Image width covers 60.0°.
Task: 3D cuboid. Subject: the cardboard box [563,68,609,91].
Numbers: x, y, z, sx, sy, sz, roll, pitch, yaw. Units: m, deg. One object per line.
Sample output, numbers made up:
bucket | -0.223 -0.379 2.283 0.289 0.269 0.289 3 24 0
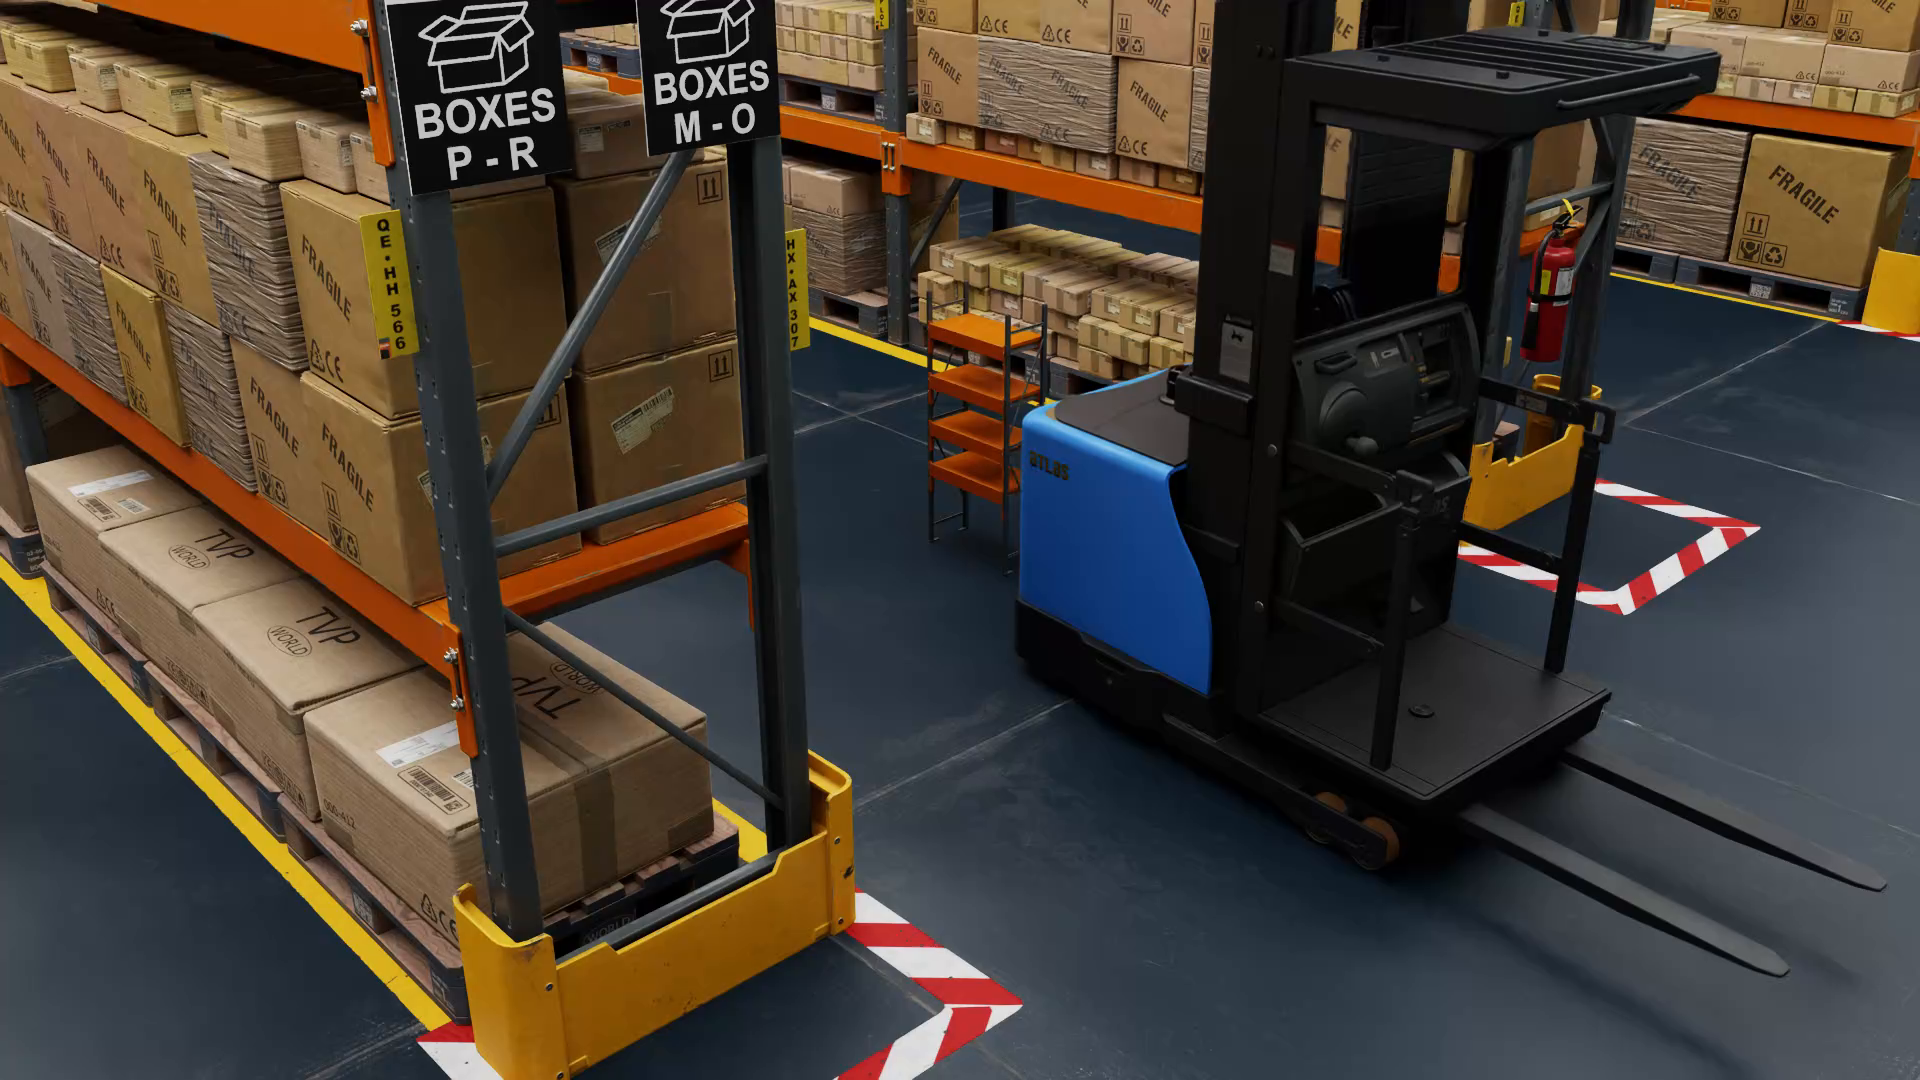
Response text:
cardboard box | -1.223 -1.233 4.732 0.380 0.149 0.250 -20 31 -37

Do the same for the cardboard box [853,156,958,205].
cardboard box | -0.359 -2.421 11.046 0.500 0.250 0.500 22 33 39

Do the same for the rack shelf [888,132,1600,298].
rack shelf | 1.320 -1.794 8.936 1.077 0.370 4.000 -21 32 -38

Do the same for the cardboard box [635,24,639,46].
cardboard box | -2.069 -3.579 11.778 0.380 0.149 0.250 -19 31 -36

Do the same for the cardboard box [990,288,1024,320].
cardboard box | 0.398 -1.442 9.866 0.380 0.149 0.250 -21 32 -39

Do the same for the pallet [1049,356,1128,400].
pallet | 1.276 -0.896 9.459 1.003 0.211 1.213 -21 32 -38

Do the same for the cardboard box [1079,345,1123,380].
cardboard box | 0.884 -1.039 9.341 0.380 0.149 0.250 -22 33 -40

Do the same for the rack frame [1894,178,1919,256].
rack frame | 6.376 -2.892 10.476 1.000 3.000 0.127 -21 32 -38

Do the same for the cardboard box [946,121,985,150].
cardboard box | 0.138 -2.377 9.650 0.380 0.149 0.250 -20 31 -37

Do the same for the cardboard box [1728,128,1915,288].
cardboard box | 5.881 -2.288 11.205 0.875 0.875 0.875 -21 32 -38

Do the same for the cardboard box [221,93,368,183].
cardboard box | -1.678 -1.053 4.337 0.380 0.149 0.250 -22 32 -39

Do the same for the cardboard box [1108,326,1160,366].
cardboard box | 1.028 -1.093 9.102 0.380 0.149 0.250 -21 32 -38

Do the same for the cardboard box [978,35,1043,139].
cardboard box | 0.451 -2.539 9.223 0.500 0.500 0.500 -21 32 -38

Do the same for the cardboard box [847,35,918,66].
cardboard box | -0.463 -3.004 10.160 0.380 0.149 0.250 -20 31 -37

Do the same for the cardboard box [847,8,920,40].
cardboard box | -0.464 -3.141 10.102 0.380 0.149 0.250 -19 31 -36

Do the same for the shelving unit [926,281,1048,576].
shelving unit | 0.113 -0.496 7.391 0.258 1.200 0.503 -21 32 -38

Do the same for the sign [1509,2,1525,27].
sign | 2.268 -2.035 6.821 0.100 0.325 0.005 -21 32 -38

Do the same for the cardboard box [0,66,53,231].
cardboard box | -3.102 -1.425 5.935 0.500 0.500 0.500 -22 32 -39

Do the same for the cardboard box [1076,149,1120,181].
cardboard box | 0.843 -2.049 8.931 0.380 0.149 0.250 -20 31 -36

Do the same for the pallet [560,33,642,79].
pallet | -2.216 -3.667 12.404 1.213 0.211 1.003 -21 32 -38

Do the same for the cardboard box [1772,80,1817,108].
cardboard box | 5.542 -2.947 10.899 0.380 0.149 0.250 -21 32 -38

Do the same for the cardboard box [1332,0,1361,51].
cardboard box | 1.846 -2.373 7.654 0.500 0.500 0.500 22 33 40

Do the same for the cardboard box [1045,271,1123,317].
cardboard box | 0.700 -1.393 9.402 0.380 0.149 0.250 -20 31 -37

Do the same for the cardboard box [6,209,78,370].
cardboard box | -3.121 -0.968 6.138 0.500 0.500 0.500 -21 32 -38

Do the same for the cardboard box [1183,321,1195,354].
cardboard box | 1.386 -1.066 8.684 0.380 0.149 0.250 -20 31 -37

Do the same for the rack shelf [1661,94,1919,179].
rack shelf | 5.009 -3.171 11.953 1.077 0.370 4.000 -21 32 -38

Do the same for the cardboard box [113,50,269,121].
cardboard box | -2.327 -1.384 5.063 0.380 0.149 0.250 -20 31 -37

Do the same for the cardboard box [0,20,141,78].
cardboard box | -3.048 -1.688 5.729 0.380 0.149 0.250 -22 32 -39

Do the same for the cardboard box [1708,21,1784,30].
cardboard box | 5.545 -3.490 11.609 0.500 0.250 0.500 23 33 40

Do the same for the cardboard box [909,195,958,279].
cardboard box | -0.359 -2.081 11.202 0.500 0.500 0.500 -20 31 -37

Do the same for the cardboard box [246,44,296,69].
cardboard box | -2.142 -1.610 5.558 0.380 0.149 0.250 -21 32 -38

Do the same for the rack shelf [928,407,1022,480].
rack shelf | 0.113 -0.435 7.419 0.258 0.148 0.480 -21 32 -38

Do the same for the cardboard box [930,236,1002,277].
cardboard box | 0.037 -1.729 10.138 0.380 0.149 0.250 -20 31 -36

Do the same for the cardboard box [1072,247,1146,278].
cardboard box | 0.885 -1.618 9.895 0.380 0.149 0.250 -20 31 -37

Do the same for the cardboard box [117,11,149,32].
cardboard box | -2.884 -1.896 6.186 0.380 0.149 0.250 -21 32 -38

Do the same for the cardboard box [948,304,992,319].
cardboard box | 0.149 -1.340 10.001 0.380 0.149 0.250 -20 31 -37

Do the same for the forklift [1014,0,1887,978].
forklift | 1.546 -0.499 5.312 1.130 2.935 3.031 -19 31 -36

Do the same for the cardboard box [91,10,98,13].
cardboard box | -3.682 -2.008 7.212 0.500 0.500 0.500 -21 32 -38

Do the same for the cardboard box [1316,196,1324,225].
cardboard box | 1.741 -1.648 8.052 0.380 0.149 0.250 -20 31 -37

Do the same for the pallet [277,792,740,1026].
pallet | -1.461 0.968 5.374 1.003 0.211 1.213 -21 32 -38

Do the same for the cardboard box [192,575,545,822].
cardboard box | -2.013 0.447 5.737 0.875 0.438 0.875 -20 31 -37

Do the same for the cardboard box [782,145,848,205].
cardboard box | -1.082 -2.436 11.078 0.500 0.250 0.500 -19 31 -36

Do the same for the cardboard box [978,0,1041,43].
cardboard box | 0.449 -3.005 9.039 0.500 0.500 0.500 -22 33 -40

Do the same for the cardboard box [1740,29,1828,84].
cardboard box | 5.505 -3.185 10.939 0.500 0.250 0.500 -22 32 -39

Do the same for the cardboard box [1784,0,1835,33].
cardboard box | 5.904 -3.674 11.108 0.500 0.500 0.500 -22 33 -40

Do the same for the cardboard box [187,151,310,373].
cardboard box | -1.739 -0.810 4.586 0.500 0.500 0.500 -21 32 -38

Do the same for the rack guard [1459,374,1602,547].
rack guard | 2.635 -0.402 8.028 1.175 0.500 0.348 -21 32 -38

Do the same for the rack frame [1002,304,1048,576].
rack frame | 0.280 -0.422 7.229 0.240 1.200 0.015 -21 32 -38

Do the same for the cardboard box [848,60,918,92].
cardboard box | -0.463 -2.869 10.221 0.380 0.149 0.250 -22 33 -40

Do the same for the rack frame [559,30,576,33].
rack frame | -2.781 -3.939 12.771 1.000 3.000 0.127 -21 32 -38

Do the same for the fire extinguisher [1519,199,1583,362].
fire extinguisher | 2.522 -1.104 7.098 0.296 0.674 0.183 -21 32 -38

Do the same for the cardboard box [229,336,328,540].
cardboard box | -1.712 -0.354 4.791 0.500 0.500 0.500 -22 33 -39

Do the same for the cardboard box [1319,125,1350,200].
cardboard box | 1.844 -1.917 7.860 0.500 0.500 0.500 -22 32 -39
